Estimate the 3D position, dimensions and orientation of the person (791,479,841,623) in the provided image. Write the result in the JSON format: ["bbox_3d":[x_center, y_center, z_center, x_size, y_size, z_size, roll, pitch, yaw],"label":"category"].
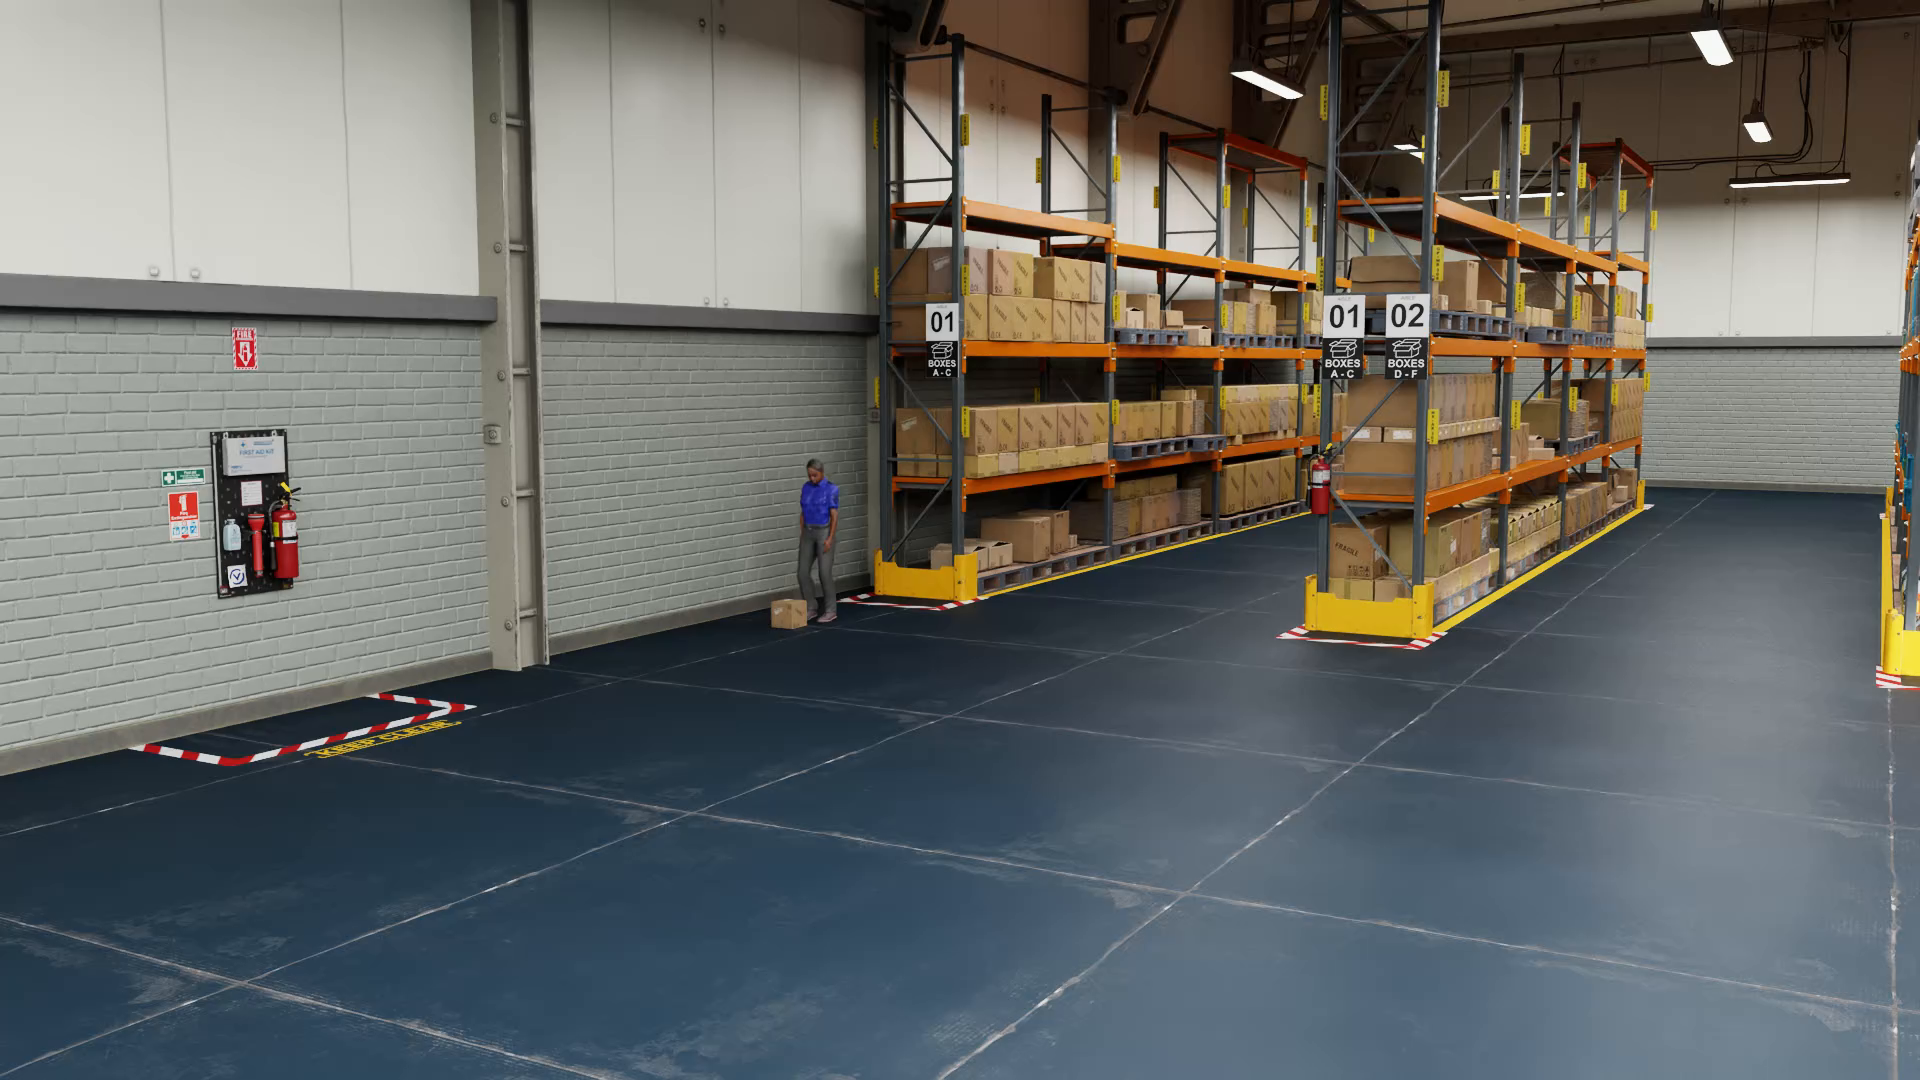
[{"bbox_3d":[-1.417,0.098,16.554,0.492,1.442,0.576,3,7,29],"label":"person"}]
